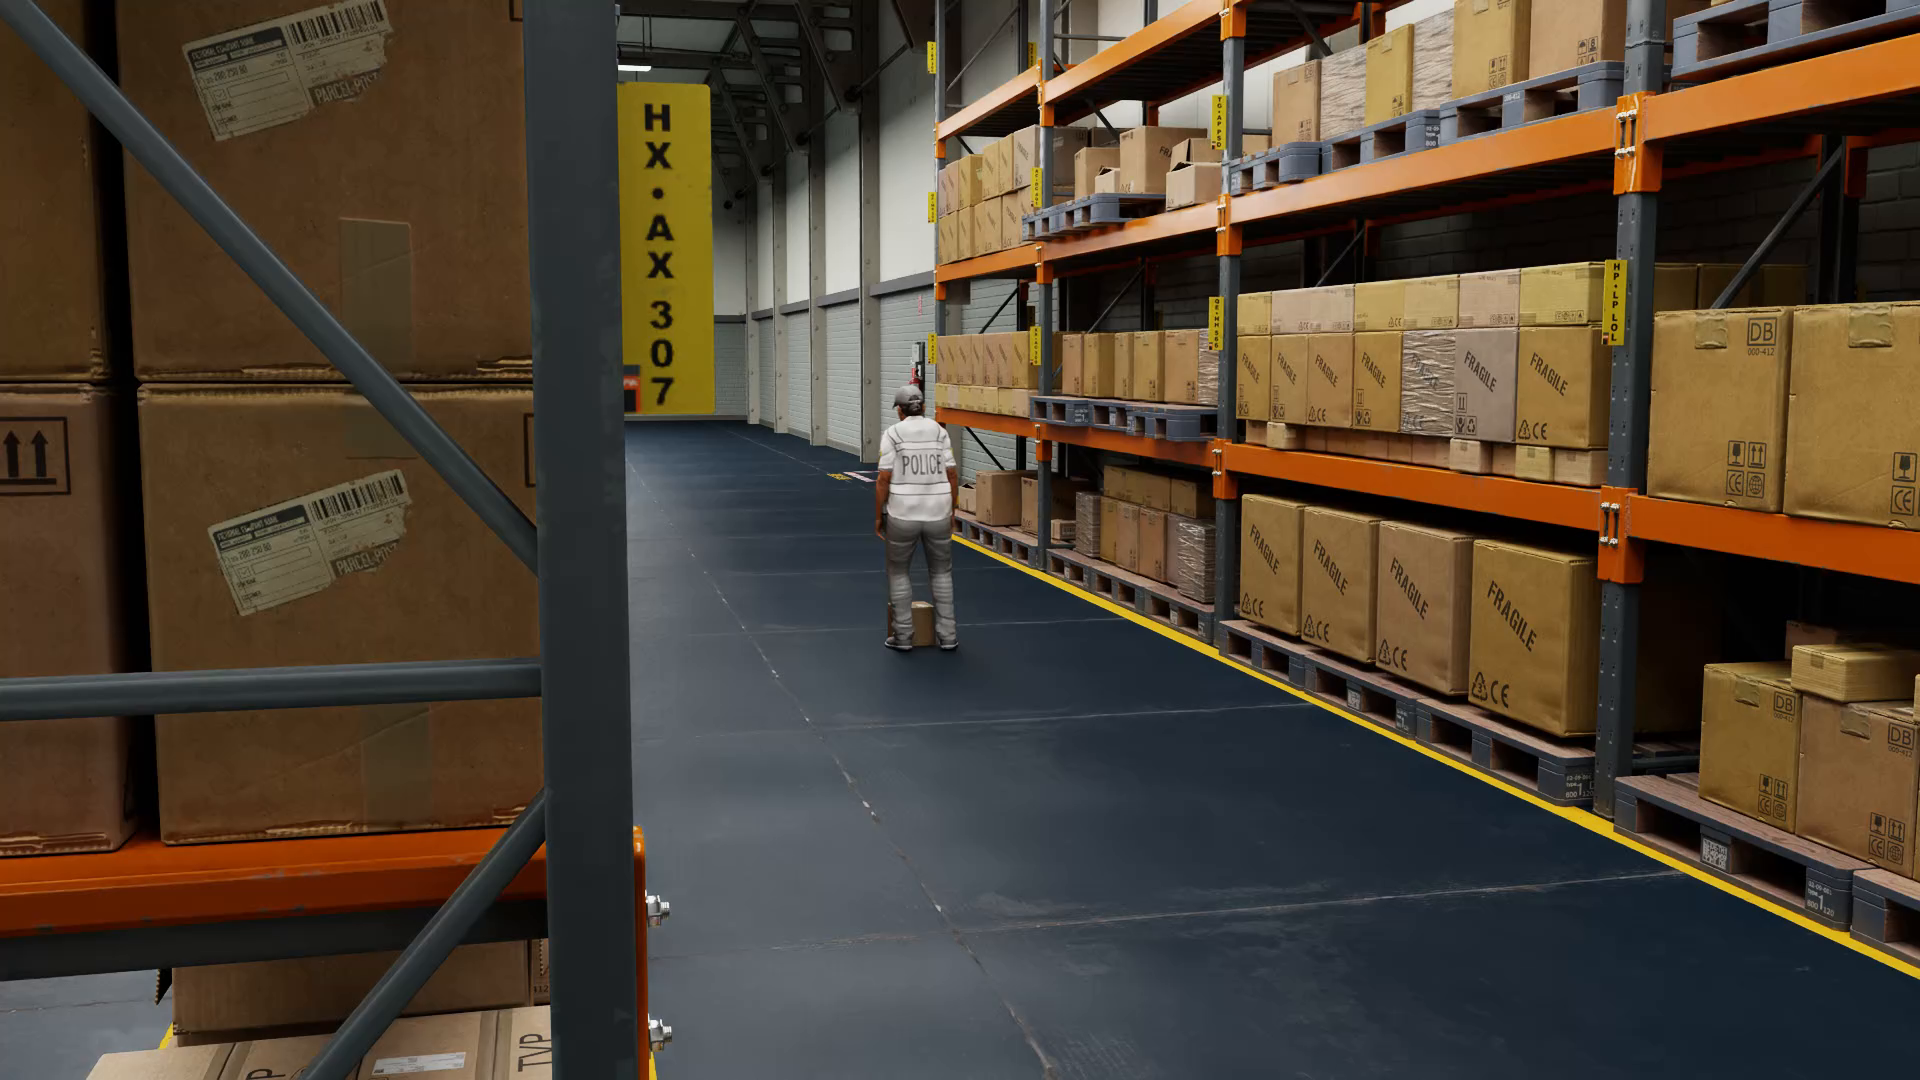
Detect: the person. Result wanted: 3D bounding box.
[{"bbox_3d":[-0.265,-0.139,10.423,0.564,1.667,0.465,-2,7,-17],"label":"person"}]
